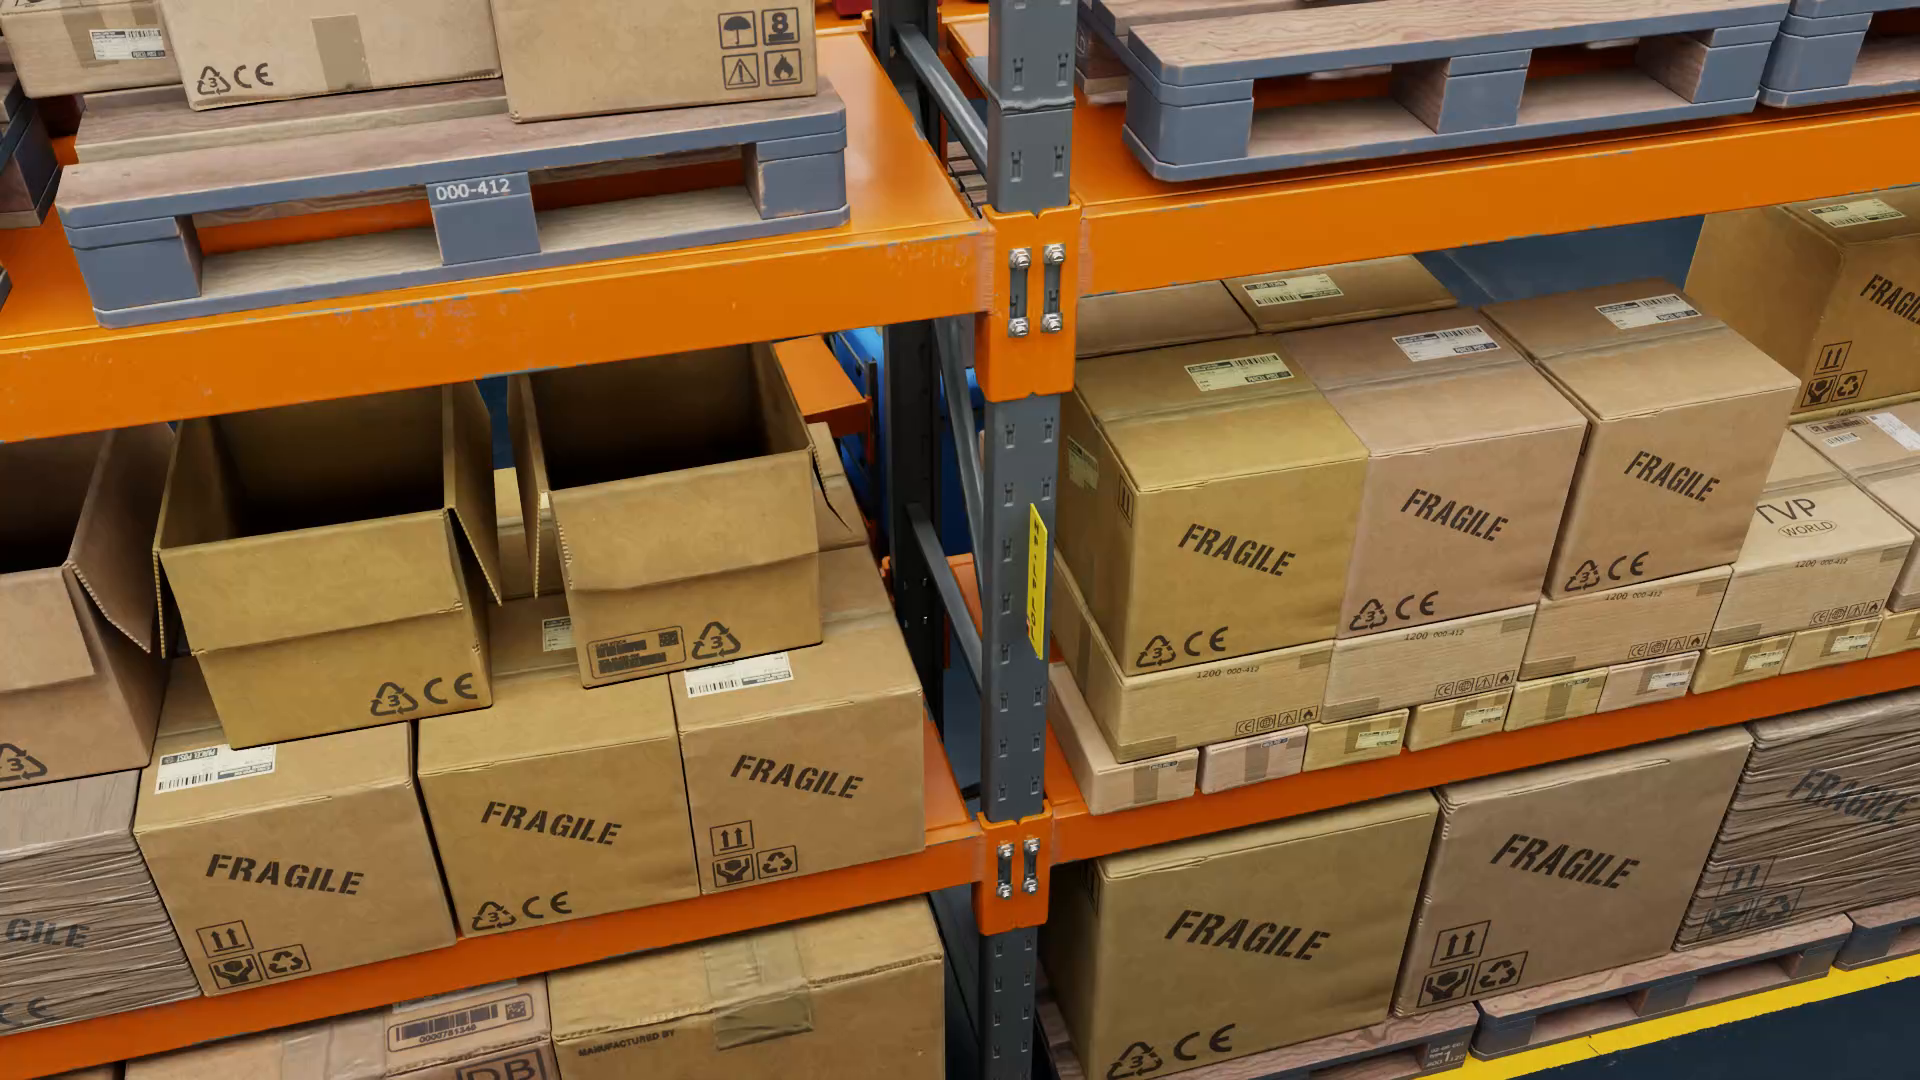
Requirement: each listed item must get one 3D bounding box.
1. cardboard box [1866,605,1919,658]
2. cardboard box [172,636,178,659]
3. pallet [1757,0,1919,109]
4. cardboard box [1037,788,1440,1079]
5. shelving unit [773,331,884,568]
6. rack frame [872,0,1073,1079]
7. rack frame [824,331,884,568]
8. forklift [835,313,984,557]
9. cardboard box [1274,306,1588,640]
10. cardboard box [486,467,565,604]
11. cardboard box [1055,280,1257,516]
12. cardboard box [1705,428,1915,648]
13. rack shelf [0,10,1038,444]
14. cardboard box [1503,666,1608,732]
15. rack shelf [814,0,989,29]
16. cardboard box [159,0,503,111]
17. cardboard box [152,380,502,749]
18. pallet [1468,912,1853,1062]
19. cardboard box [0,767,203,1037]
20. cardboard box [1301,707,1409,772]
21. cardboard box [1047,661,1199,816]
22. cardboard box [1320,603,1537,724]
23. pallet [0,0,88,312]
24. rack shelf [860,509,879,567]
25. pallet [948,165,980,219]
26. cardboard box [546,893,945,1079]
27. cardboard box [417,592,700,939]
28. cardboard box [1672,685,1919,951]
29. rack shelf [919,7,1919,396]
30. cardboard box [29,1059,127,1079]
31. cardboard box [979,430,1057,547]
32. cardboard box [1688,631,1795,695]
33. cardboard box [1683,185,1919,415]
[{"bbox_3d":[2.367,0.115,4.337,0.250,0.149,0.380,-9,38,-12],"label":"cardboard box"},{"bbox_3d":[-1.976,0.326,3.772,0.500,0.500,0.500,-9,38,-11],"label":"cardboard box"},{"bbox_3d":[1.967,-1.275,3.552,1.213,0.211,1.003,-9,38,-12],"label":"pallet"},{"bbox_3d":[0.657,0.815,4.619,0.875,0.875,0.875,-9,38,-12],"label":"cardboard box"},{"bbox_3d":[-0.863,-0.180,6.059,1.048,1.125,0.538,-14,40,-18],"label":"shelving unit"},{"bbox_3d":[-0.001,0.196,4.025,0.127,3.000,1.000,-9,38,-12],"label":"rack frame"},{"bbox_3d":[-0.394,-0.300,6.216,0.032,1.125,0.500,-14,40,-18],"label":"rack frame"},{"bbox_3d":[0.996,-1.451,6.234,3.031,2.935,1.130,-14,40,-18],"label":"forklift"},{"bbox_3d":[1.006,-0.160,3.752,0.500,0.500,0.500,-9,38,-12],"label":"cardboard box"},{"bbox_3d":[-0.995,0.162,3.987,0.500,0.500,0.500,-9,38,-12],"label":"cardboard box"},{"bbox_3d":[0.373,-0.390,4.053,0.500,0.500,0.500,-8,38,-11],"label":"cardboard box"},{"bbox_3d":[1.979,-0.018,4.184,0.500,0.250,0.500,-9,38,-12],"label":"cardboard box"},{"bbox_3d":[-1.932,-0.393,2.918,4.000,0.370,1.077,-9,38,-12],"label":"rack shelf"},{"bbox_3d":[1.380,0.277,4.126,0.250,0.149,0.380,-10,39,-13],"label":"cardboard box"},{"bbox_3d":[0.639,-2.741,8.456,4.000,0.370,1.077,-9,38,-12],"label":"rack shelf"},{"bbox_3d":[-1.083,-1.006,2.855,0.500,0.311,0.500,-11,39,-13],"label":"cardboard box"},{"bbox_3d":[-1.281,-0.035,3.418,0.637,0.503,0.797,-9,38,-11],"label":"cardboard box"},{"bbox_3d":[1.934,1.033,5.226,1.213,0.211,1.003,-9,38,-12],"label":"pallet"},{"bbox_3d":[-1.848,0.628,3.378,0.500,0.500,0.500,-9,38,-12],"label":"cardboard box"},{"bbox_3d":[0.879,0.360,4.017,0.250,0.149,0.380,-8,38,-10],"label":"cardboard box"},{"bbox_3d":[0.372,0.444,3.908,0.250,0.149,0.380,-9,38,-12],"label":"cardboard box"},{"bbox_3d":[1.003,0.140,3.976,0.500,0.250,0.500,-9,38,-12],"label":"cardboard box"},{"bbox_3d":[-2.176,-0.599,2.751,1.213,0.211,1.003,-8,38,-10],"label":"pallet"},{"bbox_3d":[-0.863,0.014,6.208,1.000,0.278,0.538,-14,40,-18],"label":"rack shelf"},{"bbox_3d":[-0.592,-1.741,8.852,1.213,0.211,1.003,-9,38,-12],"label":"pallet"},{"bbox_3d":[-0.613,0.986,4.395,0.875,0.875,1.225,-9,38,-12],"label":"cardboard box"},{"bbox_3d":[-0.861,0.465,3.592,0.500,0.500,0.500,-8,38,-11],"label":"cardboard box"},{"bbox_3d":[2.385,0.532,4.989,0.875,0.875,0.875,-9,38,-12],"label":"cardboard box"},{"bbox_3d":[1.930,-1.027,3.747,4.000,0.370,1.077,-9,38,-12],"label":"rack shelf"},{"bbox_3d":[-2.328,1.273,4.021,0.875,0.875,1.225,-9,38,-12],"label":"cardboard box"},{"bbox_3d":[0.357,-0.087,4.273,0.500,0.250,0.500,-10,39,-13],"label":"cardboard box"},{"bbox_3d":[1.876,0.196,4.232,0.250,0.149,0.380,-10,39,-13],"label":"cardboard box"},{"bbox_3d":[2.346,-0.712,4.473,0.500,0.500,0.500,-10,39,-13],"label":"cardboard box"}]
